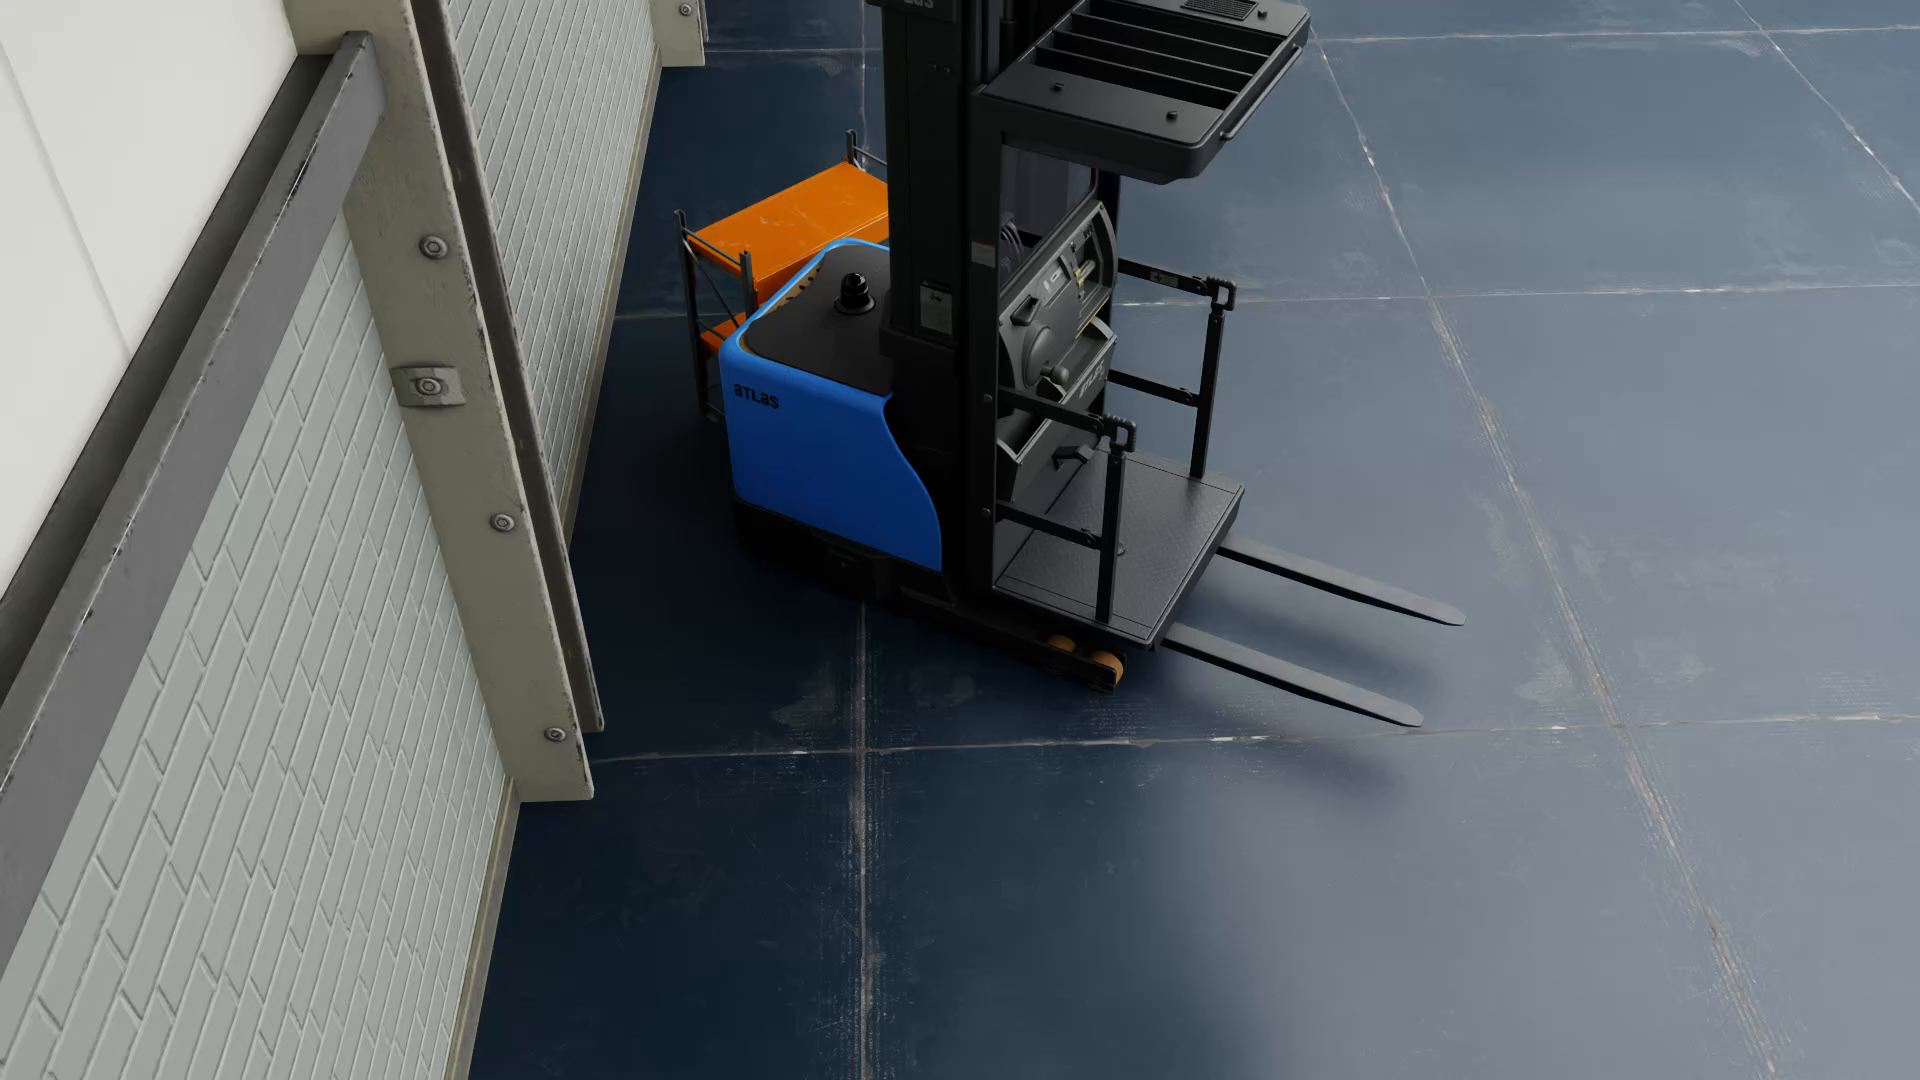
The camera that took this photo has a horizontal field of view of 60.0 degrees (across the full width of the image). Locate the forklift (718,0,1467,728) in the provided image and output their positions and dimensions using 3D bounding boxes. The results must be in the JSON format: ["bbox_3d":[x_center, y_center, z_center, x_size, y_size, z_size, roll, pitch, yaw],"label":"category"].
[{"bbox_3d":[0.558,-0.883,6.194,3.031,2.935,1.130,20,46,20],"label":"forklift"}]

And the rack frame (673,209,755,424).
[{"bbox_3d":[-1.075,-0.915,7.566,0.032,1.125,0.500,-34,52,-31],"label":"rack frame"}]

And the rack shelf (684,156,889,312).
[{"bbox_3d":[-0.713,-1.373,7.631,1.000,0.278,0.538,-34,52,-31],"label":"rack shelf"}]

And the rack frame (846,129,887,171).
[{"bbox_3d":[-0.351,-1.398,8.093,0.032,1.125,0.500,-34,52,-31],"label":"rack frame"}]

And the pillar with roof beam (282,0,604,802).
[{"bbox_3d":[2.741,-2.584,3.559,9.100,9.000,0.400,-2,43,-2],"label":"pillar with roof beam"}]

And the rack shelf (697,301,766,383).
[{"bbox_3d":[-0.713,-0.977,7.994,1.000,0.278,0.538,-34,52,-31],"label":"rack shelf"}]

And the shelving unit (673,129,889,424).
[{"bbox_3d":[-0.713,-1.157,7.829,1.048,1.125,0.538,-34,52,-31],"label":"shelving unit"}]

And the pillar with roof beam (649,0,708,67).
[{"bbox_3d":[2.486,-6.634,7.978,9.100,9.000,0.400,-2,43,-2],"label":"pillar with roof beam"}]
